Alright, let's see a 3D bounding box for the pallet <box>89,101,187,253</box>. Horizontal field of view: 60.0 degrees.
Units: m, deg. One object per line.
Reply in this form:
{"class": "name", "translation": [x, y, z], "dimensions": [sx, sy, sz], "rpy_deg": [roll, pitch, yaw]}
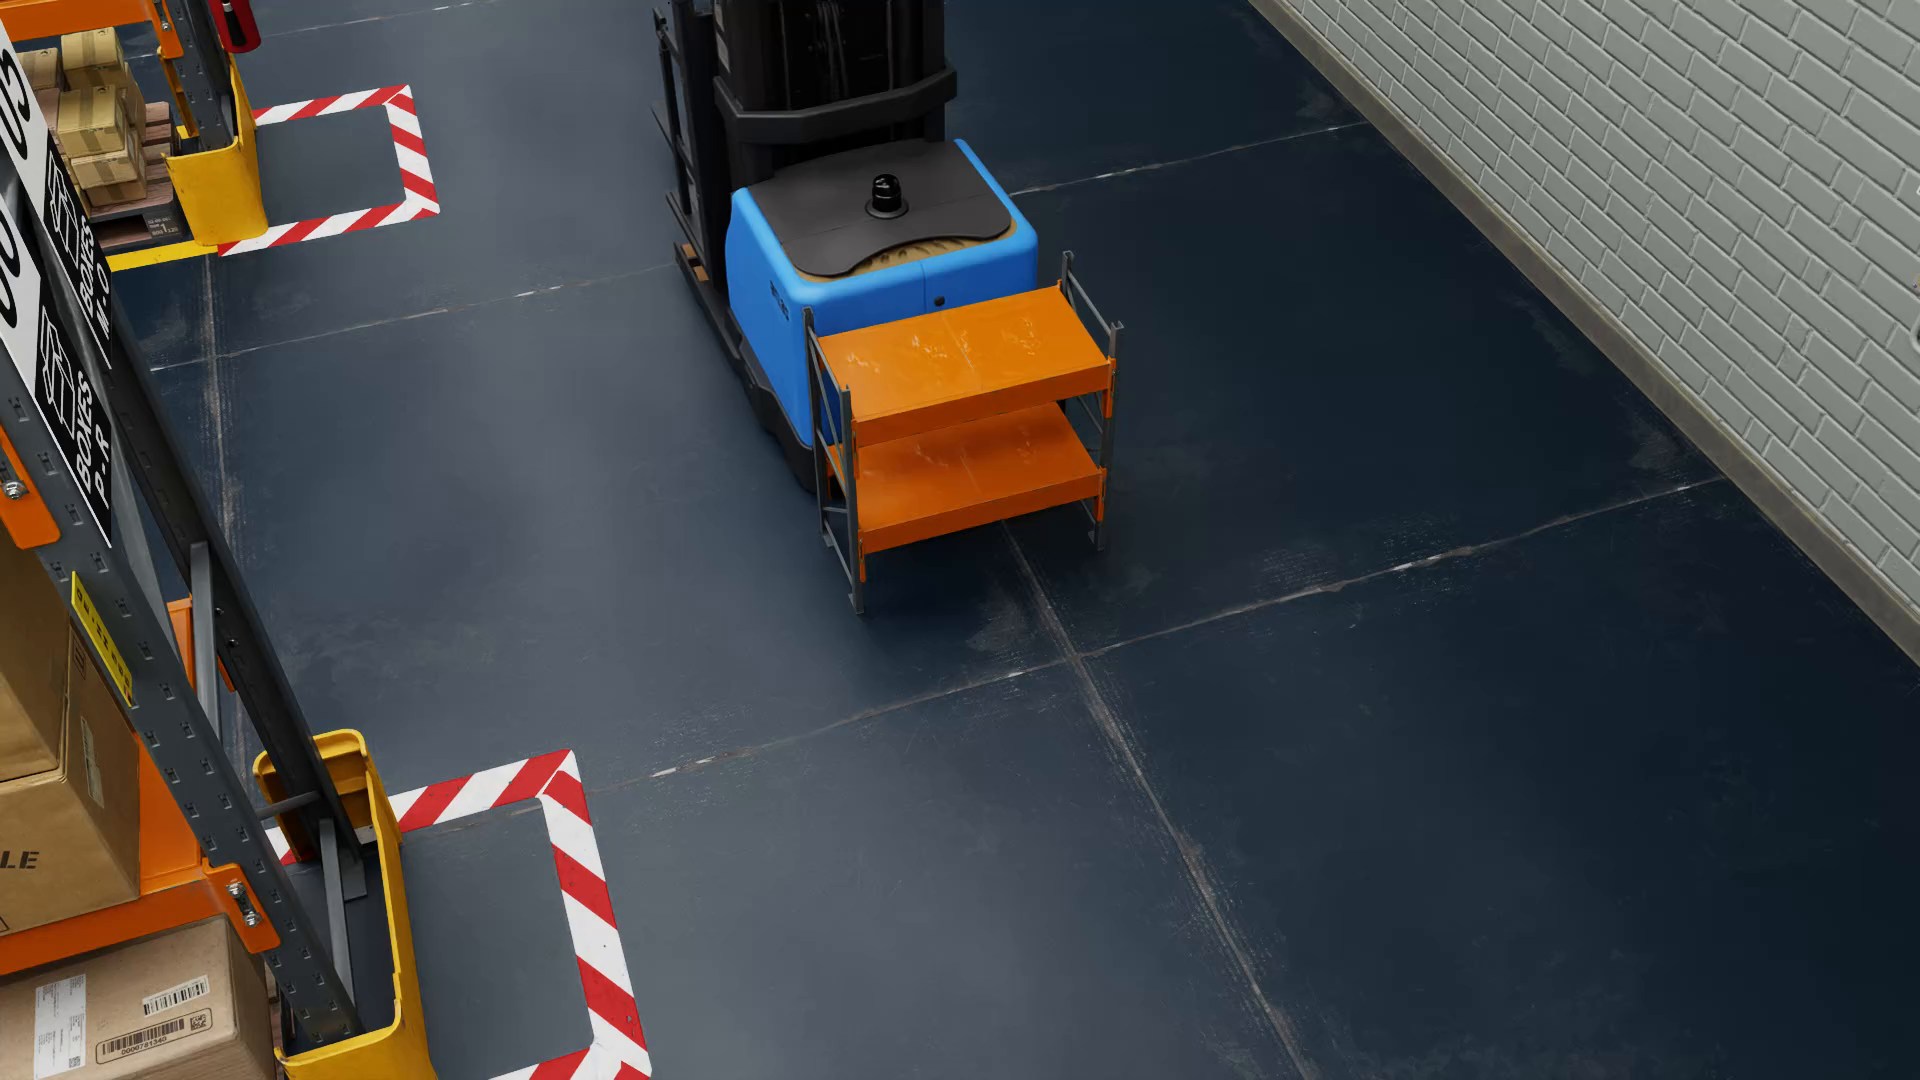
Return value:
{"class": "pallet", "translation": [-4.568, -1.765, 8.360], "dimensions": [1.213, 0.211, 1.003], "rpy_deg": [-14, 47, -14]}

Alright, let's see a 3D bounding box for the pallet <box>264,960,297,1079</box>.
{"class": "pallet", "translation": [-2.670, 1.563, 5.043], "dimensions": [1.213, 0.211, 1.003], "rpy_deg": [-14, 47, -14]}

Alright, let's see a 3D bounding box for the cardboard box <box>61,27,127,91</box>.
{"class": "cardboard box", "translation": [-4.329, -2.391, 8.312], "dimensions": [0.250, 0.149, 0.380], "rpy_deg": [-16, 47, -16]}

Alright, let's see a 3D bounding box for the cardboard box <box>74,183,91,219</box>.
{"class": "cardboard box", "translation": [-4.352, -1.686, 8.029], "dimensions": [0.250, 0.149, 0.380], "rpy_deg": [-13, 47, -13]}

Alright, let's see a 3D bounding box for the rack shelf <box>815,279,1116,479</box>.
{"class": "rack shelf", "translation": [0.006, -0.605, 6.146], "dimensions": [1.000, 0.278, 0.538], "rpy_deg": [-14, 47, -14]}

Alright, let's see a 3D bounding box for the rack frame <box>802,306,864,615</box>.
{"class": "rack frame", "translation": [-0.472, -0.276, 6.231], "dimensions": [0.032, 1.125, 0.500], "rpy_deg": [-14, 47, -14]}

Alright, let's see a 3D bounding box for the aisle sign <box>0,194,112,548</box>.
{"class": "aisle sign", "translation": [-1.772, -0.394, 3.190], "dimensions": [0.004, 0.787, 0.394], "rpy_deg": [-14, 47, -14]}

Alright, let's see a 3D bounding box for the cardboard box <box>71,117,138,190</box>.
{"class": "cardboard box", "translation": [-4.120, -1.869, 8.001], "dimensions": [0.250, 0.149, 0.380], "rpy_deg": [-16, 47, -15]}

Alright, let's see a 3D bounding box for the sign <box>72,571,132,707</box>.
{"class": "sign", "translation": [-1.774, 0.207, 3.441], "dimensions": [0.005, 0.325, 0.100], "rpy_deg": [-14, 47, -14]}

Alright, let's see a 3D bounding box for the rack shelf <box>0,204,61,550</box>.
{"class": "rack shelf", "translation": [-3.826, 0.010, 3.012], "dimensions": [4.000, 0.370, 1.077], "rpy_deg": [-14, 47, -14]}

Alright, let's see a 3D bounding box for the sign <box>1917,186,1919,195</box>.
{"class": "sign", "translation": [3.392, -1.179, 5.617], "dimensions": [0.001, 0.218, 0.327], "rpy_deg": [-14, 47, -14]}

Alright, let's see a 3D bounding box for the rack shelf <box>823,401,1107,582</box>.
{"class": "rack shelf", "translation": [0.006, -0.226, 6.526], "dimensions": [1.000, 0.278, 0.538], "rpy_deg": [-14, 47, -14]}

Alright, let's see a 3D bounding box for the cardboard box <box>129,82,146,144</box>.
{"class": "cardboard box", "translation": [-4.322, -2.168, 8.509], "dimensions": [0.250, 0.149, 0.380], "rpy_deg": [-13, 47, -13]}

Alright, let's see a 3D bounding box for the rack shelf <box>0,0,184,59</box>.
{"class": "rack shelf", "translation": [-5.602, -2.204, 7.337], "dimensions": [4.000, 0.370, 1.077], "rpy_deg": [-14, 47, -14]}

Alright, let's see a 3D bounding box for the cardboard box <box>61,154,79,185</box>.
{"class": "cardboard box", "translation": [-4.384, -1.842, 7.974], "dimensions": [0.250, 0.149, 0.380], "rpy_deg": [-15, 47, -15]}

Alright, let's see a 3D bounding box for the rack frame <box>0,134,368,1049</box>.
{"class": "rack frame", "translation": [-1.945, 0.334, 4.299], "dimensions": [0.127, 3.000, 1.000], "rpy_deg": [-14, 47, -14]}

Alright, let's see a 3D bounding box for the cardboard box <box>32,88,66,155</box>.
{"class": "cardboard box", "translation": [-4.388, -1.973, 7.895], "dimensions": [0.250, 0.149, 0.380], "rpy_deg": [-13, 47, -13]}

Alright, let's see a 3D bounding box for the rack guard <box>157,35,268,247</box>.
{"class": "rack guard", "translation": [-3.792, -2.038, 8.429], "dimensions": [0.348, 0.500, 1.175], "rpy_deg": [-14, 47, -14]}

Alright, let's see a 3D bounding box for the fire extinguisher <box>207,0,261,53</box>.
{"class": "fire extinguisher", "translation": [-3.327, -2.533, 7.475], "dimensions": [0.183, 0.674, 0.296], "rpy_deg": [-14, 47, -14]}

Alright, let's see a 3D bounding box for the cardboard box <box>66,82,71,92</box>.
{"class": "cardboard box", "translation": [-4.577, -2.203, 8.334], "dimensions": [0.250, 0.149, 0.380], "rpy_deg": [-15, 47, -14]}

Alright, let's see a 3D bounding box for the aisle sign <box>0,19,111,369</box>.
{"class": "aisle sign", "translation": [-1.976, -0.794, 3.588], "dimensions": [0.004, 0.787, 0.394], "rpy_deg": [-14, 47, -14]}

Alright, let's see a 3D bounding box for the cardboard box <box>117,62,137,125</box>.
{"class": "cardboard box", "translation": [-4.301, -2.231, 8.362], "dimensions": [0.250, 0.149, 0.380], "rpy_deg": [-13, 46, -12]}

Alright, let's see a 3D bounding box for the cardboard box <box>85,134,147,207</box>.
{"class": "cardboard box", "translation": [-4.145, -1.815, 8.158], "dimensions": [0.250, 0.149, 0.380], "rpy_deg": [-14, 47, -13]}

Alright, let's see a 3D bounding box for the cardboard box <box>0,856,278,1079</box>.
{"class": "cardboard box", "translation": [-2.532, 1.316, 4.833], "dimensions": [0.875, 0.438, 0.875], "rpy_deg": [-16, 47, -15]}

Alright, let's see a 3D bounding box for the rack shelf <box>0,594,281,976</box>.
{"class": "rack shelf", "translation": [-3.826, 1.069, 4.074], "dimensions": [4.000, 0.370, 1.077], "rpy_deg": [-14, 47, -14]}

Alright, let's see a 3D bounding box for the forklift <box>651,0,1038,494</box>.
{"class": "forklift", "translation": [-0.718, -2.278, 6.952], "dimensions": [1.130, 2.935, 3.031], "rpy_deg": [-17, 47, -16]}

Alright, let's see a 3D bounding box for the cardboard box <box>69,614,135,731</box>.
{"class": "cardboard box", "translation": [-2.494, 0.223, 4.339], "dimensions": [0.500, 0.500, 0.500], "rpy_deg": [-15, 47, -14]}

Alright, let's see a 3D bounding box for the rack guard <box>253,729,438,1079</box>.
{"class": "rack guard", "translation": [-1.922, 1.211, 5.190], "dimensions": [0.348, 0.500, 1.175], "rpy_deg": [-14, 47, -14]}

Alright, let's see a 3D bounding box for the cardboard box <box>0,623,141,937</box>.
{"class": "cardboard box", "translation": [-2.309, 0.591, 3.972], "dimensions": [0.500, 0.500, 0.500], "rpy_deg": [-14, 47, -14]}

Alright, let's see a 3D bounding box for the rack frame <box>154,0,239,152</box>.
{"class": "rack frame", "translation": [-3.721, -2.939, 7.562], "dimensions": [0.127, 3.000, 1.000], "rpy_deg": [-14, 47, -14]}

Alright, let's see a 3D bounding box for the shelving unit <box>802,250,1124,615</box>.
{"class": "shelving unit", "translation": [0.006, -0.399, 6.353], "dimensions": [1.048, 1.125, 0.538], "rpy_deg": [-14, 47, -14]}

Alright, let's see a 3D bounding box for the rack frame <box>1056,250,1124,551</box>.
{"class": "rack frame", "translation": [0.484, -0.521, 6.475], "dimensions": [0.032, 1.125, 0.500], "rpy_deg": [-14, 47, -14]}

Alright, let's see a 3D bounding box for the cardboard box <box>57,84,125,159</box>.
{"class": "cardboard box", "translation": [-4.132, -1.995, 7.917], "dimensions": [0.250, 0.149, 0.380], "rpy_deg": [-14, 47, -13]}

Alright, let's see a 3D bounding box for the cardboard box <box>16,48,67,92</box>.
{"class": "cardboard box", "translation": [-4.547, -2.245, 8.166], "dimensions": [0.250, 0.149, 0.380], "rpy_deg": [-14, 47, -13]}

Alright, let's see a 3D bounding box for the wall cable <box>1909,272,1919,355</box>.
{"class": "wall cable", "translation": [3.351, -1.407, 5.295], "dimensions": [0.123, 1.953, 0.585], "rpy_deg": [-14, 47, -14]}

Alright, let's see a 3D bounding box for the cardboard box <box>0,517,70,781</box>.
{"class": "cardboard box", "translation": [-2.317, 0.221, 3.636], "dimensions": [0.500, 0.500, 0.500], "rpy_deg": [-13, 47, -13]}
